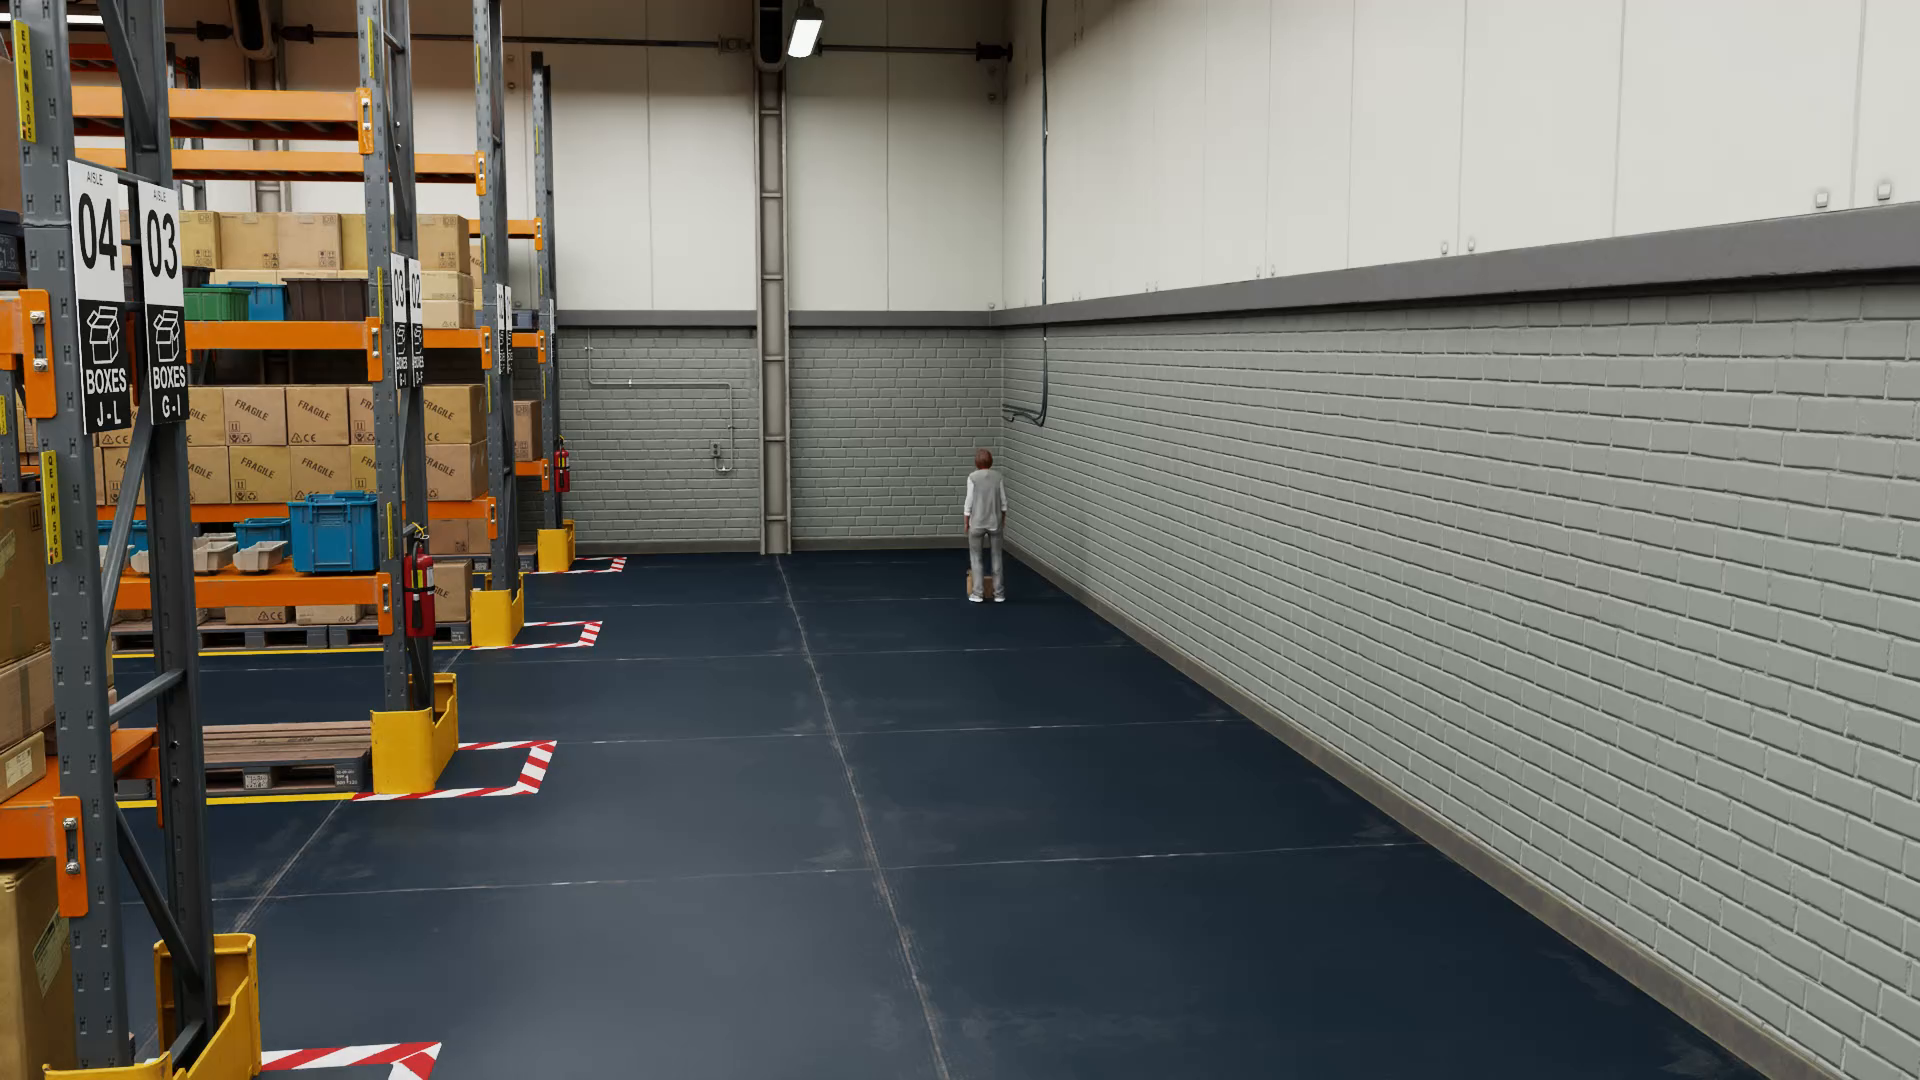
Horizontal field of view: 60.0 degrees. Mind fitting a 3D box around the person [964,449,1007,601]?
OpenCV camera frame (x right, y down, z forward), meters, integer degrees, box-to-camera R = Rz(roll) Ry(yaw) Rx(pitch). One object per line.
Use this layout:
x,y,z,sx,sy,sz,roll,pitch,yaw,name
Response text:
0.263,-0.147,17.274,0.460,1.593,0.374,-1,7,-11,person
